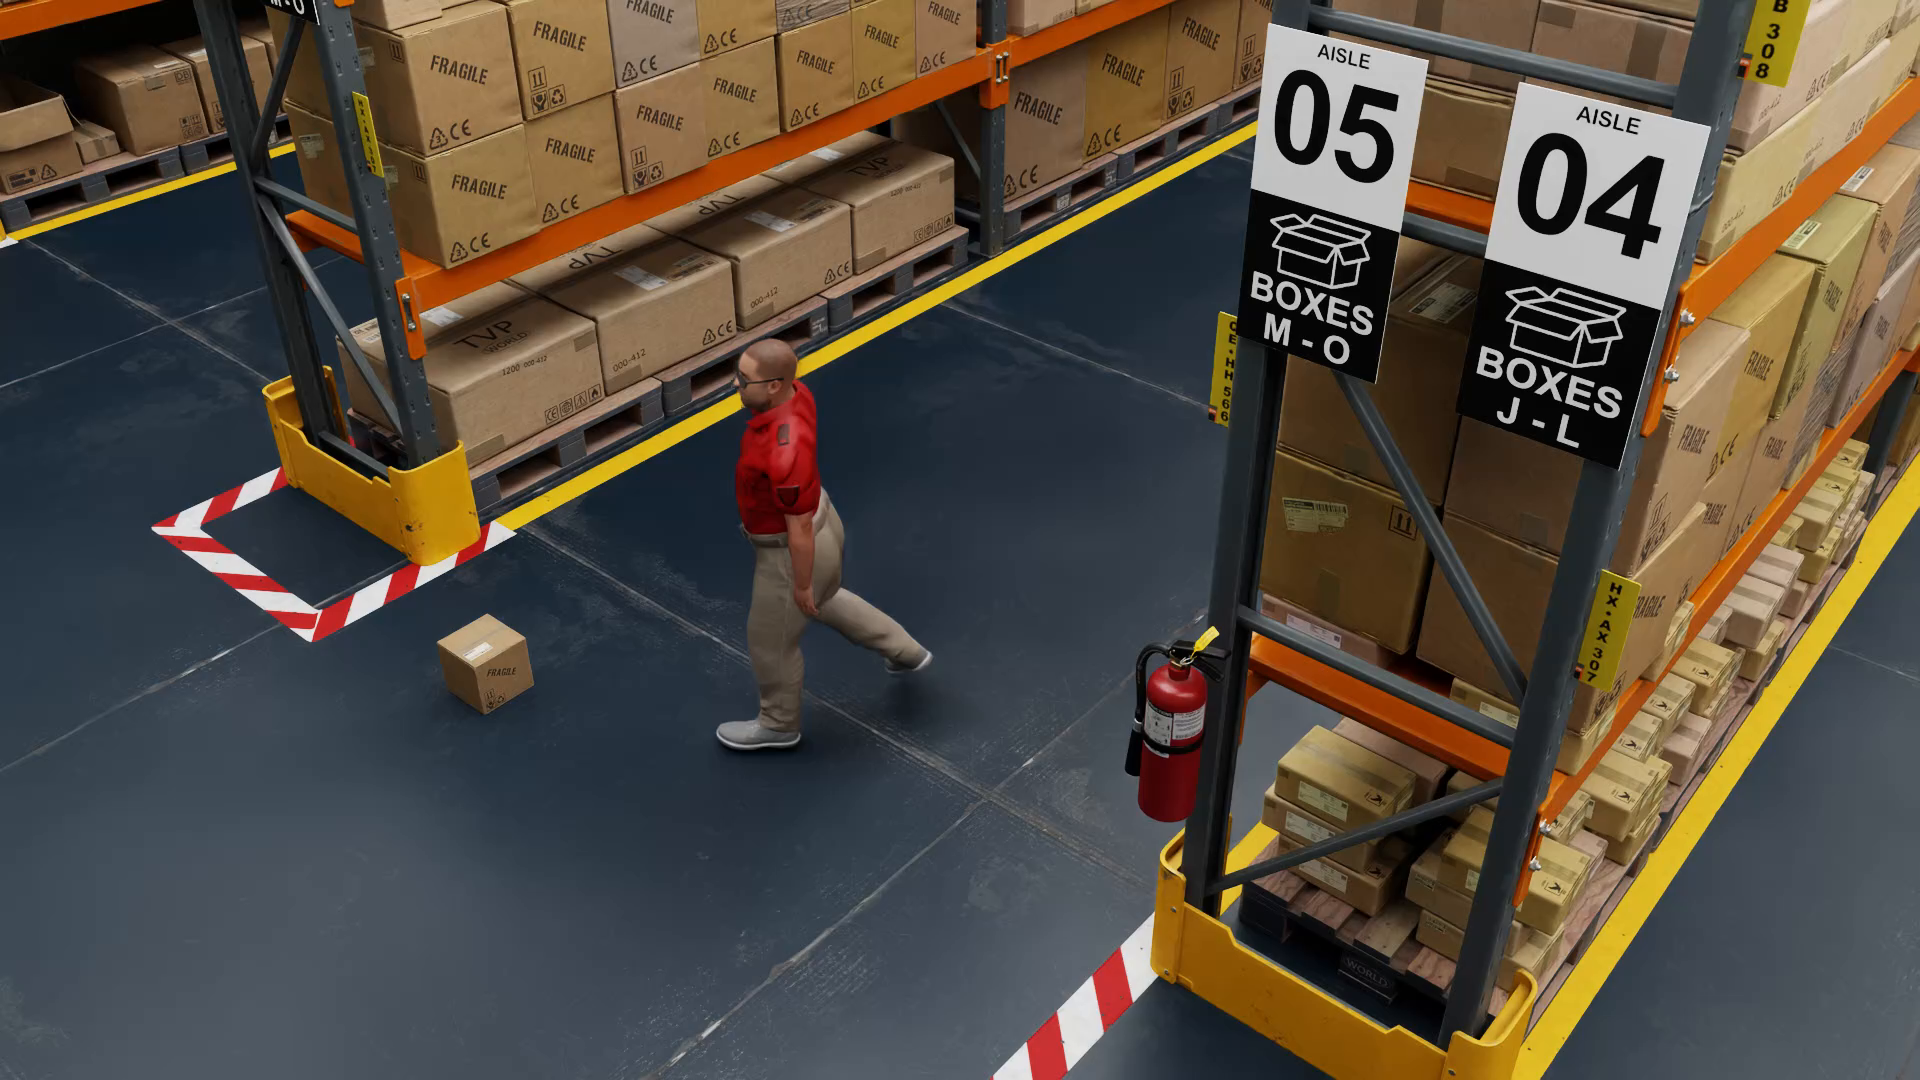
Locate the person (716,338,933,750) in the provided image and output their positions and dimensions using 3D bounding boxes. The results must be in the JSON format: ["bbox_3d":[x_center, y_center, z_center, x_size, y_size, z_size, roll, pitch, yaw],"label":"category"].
[{"bbox_3d":[-0.528,0.006,6.124,0.841,1.708,0.592,1,35,1],"label":"person"}]
